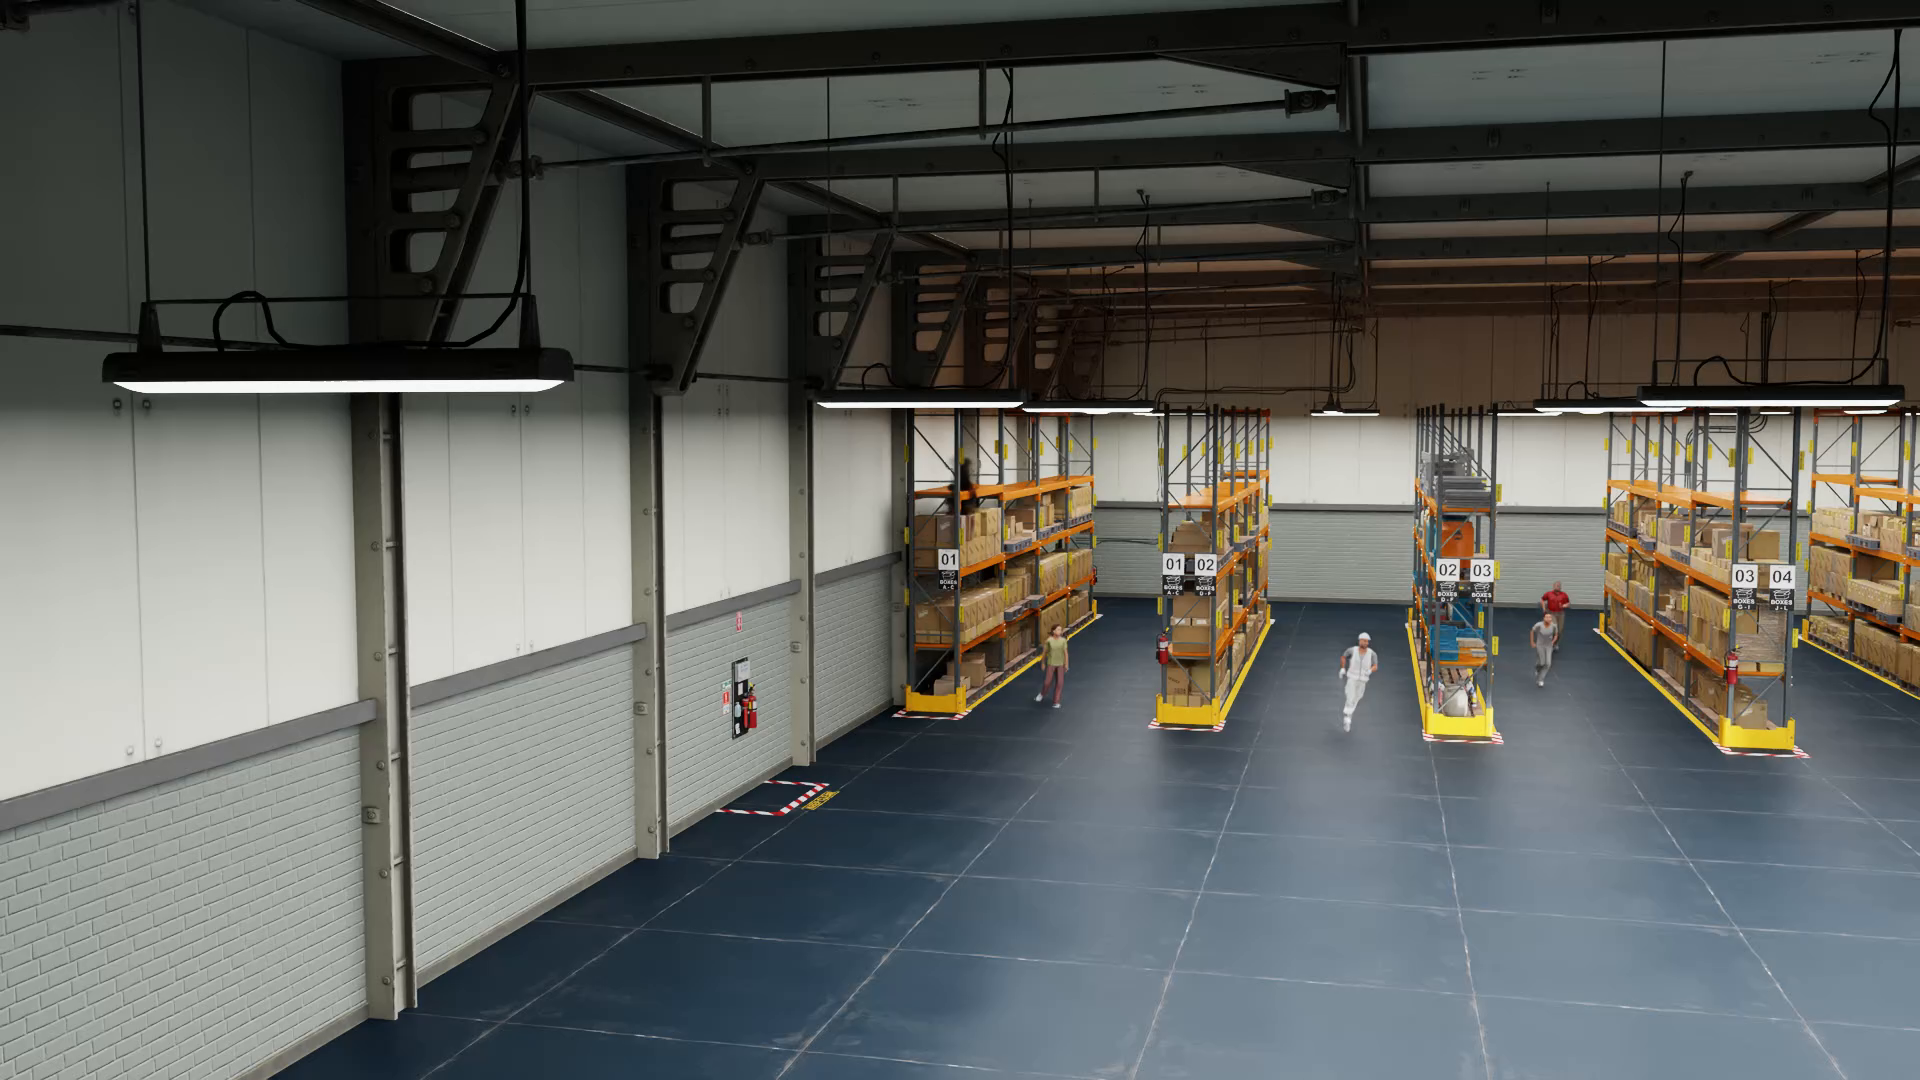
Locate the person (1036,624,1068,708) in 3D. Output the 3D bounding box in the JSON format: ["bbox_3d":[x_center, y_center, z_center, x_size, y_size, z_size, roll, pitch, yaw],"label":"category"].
[{"bbox_3d":[1.829,2.481,33.050,0.615,1.665,0.575,0,4,-6],"label":"person"}]

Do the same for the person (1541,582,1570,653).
[{"bbox_3d":[14.625,1.905,40.797,0.620,1.766,0.713,0,4,7],"label":"person"}]

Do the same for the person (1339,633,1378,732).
[{"bbox_3d":[7.322,2.574,30.609,0.714,1.747,0.973,0,4,0],"label":"person"}]

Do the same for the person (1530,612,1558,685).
[{"bbox_3d":[12.580,2.321,35.810,0.531,1.601,0.663,0,4,-3],"label":"person"}]
